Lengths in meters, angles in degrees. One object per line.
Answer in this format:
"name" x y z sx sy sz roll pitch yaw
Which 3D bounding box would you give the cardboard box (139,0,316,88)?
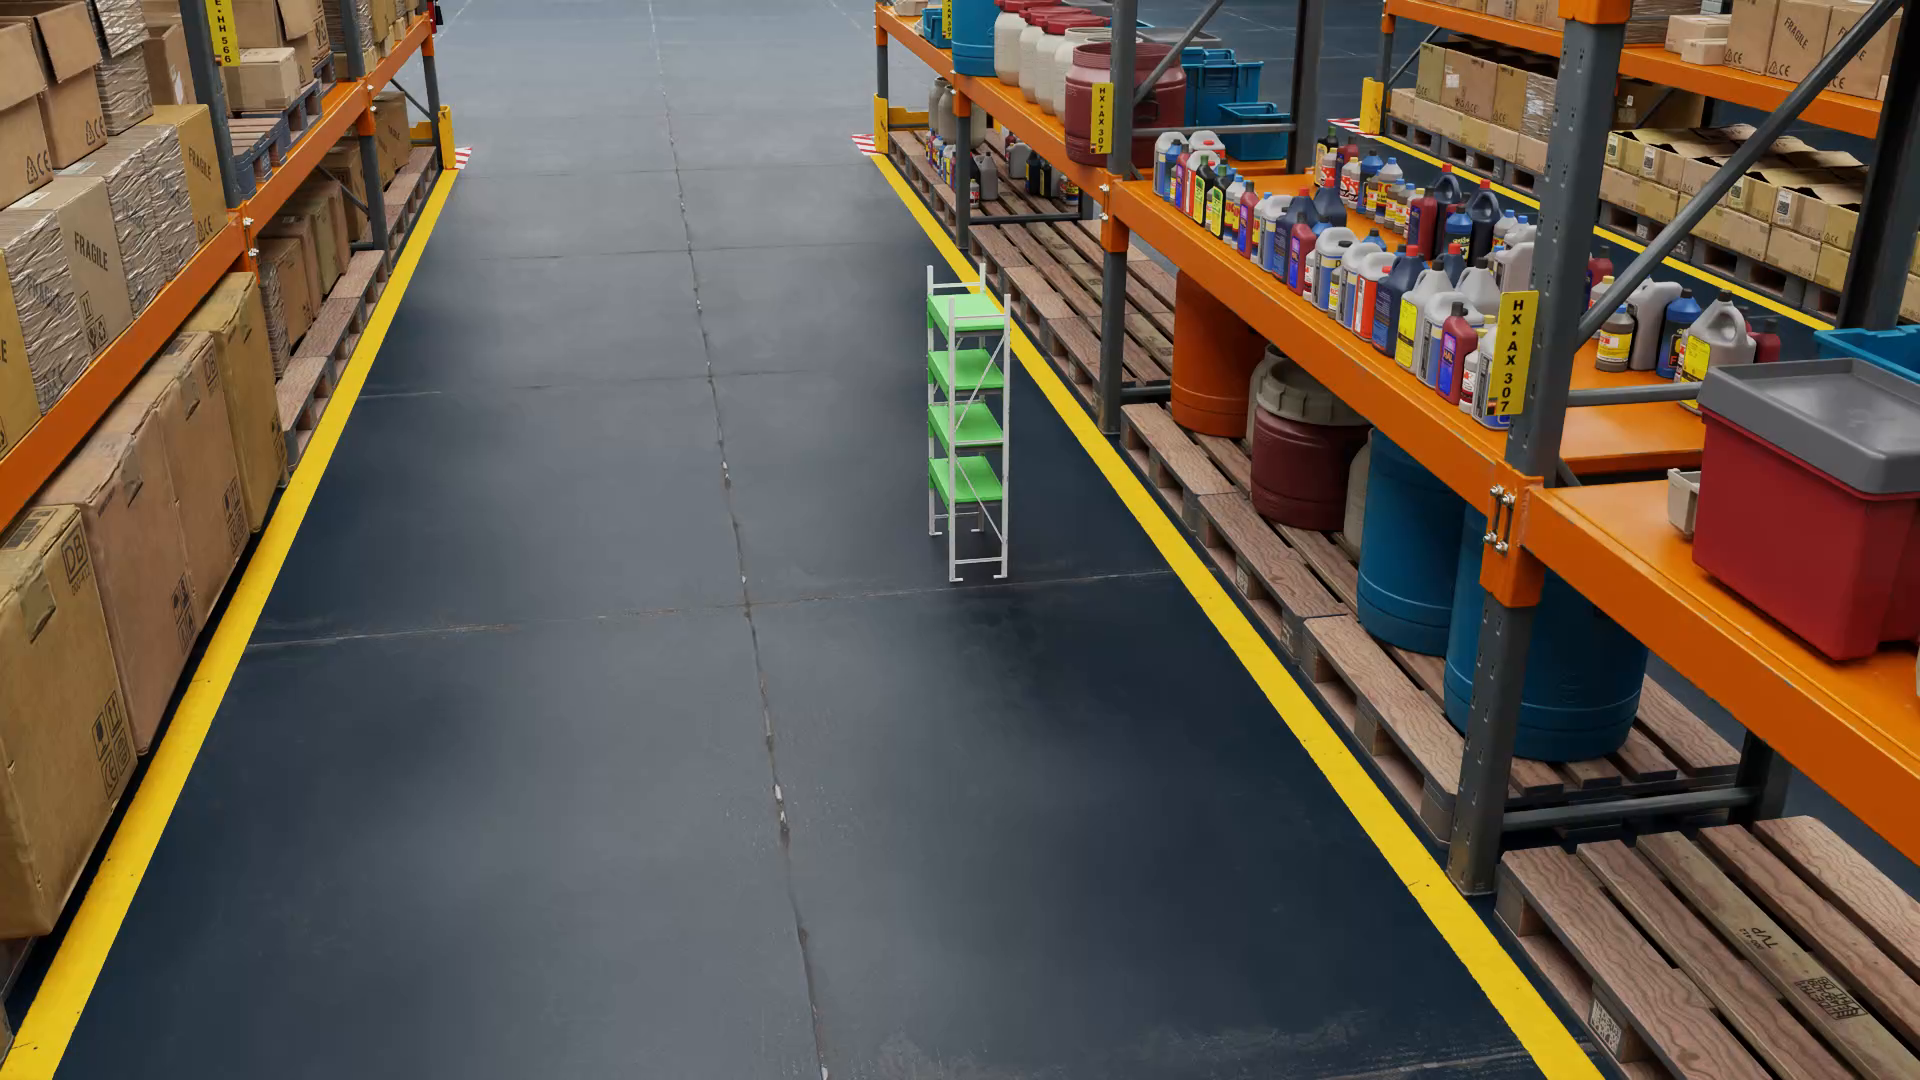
"cardboard box" -3.986 -2.732 9.105 0.797 0.503 0.637 -2 24 -4

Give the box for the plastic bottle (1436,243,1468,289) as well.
"plastic bottle" 1.565 -0.786 5.363 0.144 0.351 0.185 -4 24 -10

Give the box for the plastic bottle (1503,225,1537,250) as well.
"plastic bottle" 2.024 -0.996 5.939 0.152 0.276 0.135 -4 24 -10

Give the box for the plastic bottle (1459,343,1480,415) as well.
"plastic bottle" 1.511 -0.471 4.829 0.097 0.201 0.097 0 24 0

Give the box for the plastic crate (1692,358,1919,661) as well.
"plastic crate" 1.868 -0.075 3.518 0.402 0.464 0.583 -4 24 -10

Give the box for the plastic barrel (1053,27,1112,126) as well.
"plastic barrel" 0.732 -2.567 9.239 0.421 0.512 0.421 0 24 0

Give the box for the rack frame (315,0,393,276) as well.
"rack frame" -4.397 -3.168 10.755 1.000 3.000 0.127 -4 24 -10

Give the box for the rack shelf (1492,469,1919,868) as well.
"rack shelf" 2.319 0.729 2.732 1.077 0.370 4.000 -4 24 -10

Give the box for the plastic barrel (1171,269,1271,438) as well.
"plastic barrel" 1.317 -0.968 7.905 0.600 0.830 0.708 -4 24 -10

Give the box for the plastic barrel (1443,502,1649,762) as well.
"plastic barrel" 1.866 0.166 5.218 0.600 0.901 0.708 -4 24 -10

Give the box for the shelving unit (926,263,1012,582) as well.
"shelving unit" 0.031 -0.485 6.861 0.258 1.200 0.503 -4 24 -10

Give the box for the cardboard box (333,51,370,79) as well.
"cardboard box" -4.142 -3.159 11.050 0.380 0.149 0.250 -4 24 -10

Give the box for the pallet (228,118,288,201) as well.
"pallet" -3.894 -1.779 7.815 1.213 0.211 1.003 -4 24 -10

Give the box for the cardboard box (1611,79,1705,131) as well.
"cardboard box" 5.561 -3.381 13.217 0.500 0.500 0.500 -4 24 -10

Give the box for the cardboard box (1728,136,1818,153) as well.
"cardboard box" 5.798 -2.746 12.001 0.500 0.311 0.500 -4 24 -8

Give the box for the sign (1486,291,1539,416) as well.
"sign" 1.408 -0.474 4.243 0.100 0.325 0.005 -4 24 -10

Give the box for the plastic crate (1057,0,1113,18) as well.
"plastic crate" 0.860 -3.396 11.197 0.402 0.464 0.583 -4 24 -10

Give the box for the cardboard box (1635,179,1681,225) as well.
"cardboard box" 5.263 -2.454 12.031 0.500 0.250 0.500 -4 24 -8

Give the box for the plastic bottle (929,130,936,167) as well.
"plastic bottle" -0.217 -3.238 13.760 0.061 0.283 0.133 -4 24 -9

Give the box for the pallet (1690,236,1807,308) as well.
"pallet" 5.742 -1.854 11.231 1.003 0.211 1.213 -4 24 -10

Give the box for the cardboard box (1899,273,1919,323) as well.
"cardboard box" 5.741 -1.447 9.727 0.500 0.250 0.500 -4 24 -8

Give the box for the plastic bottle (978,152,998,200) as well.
"plastic bottle" 0.209 -2.765 12.592 0.144 0.351 0.185 -4 24 -10

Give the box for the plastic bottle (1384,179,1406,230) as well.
"plastic bottle" 1.840 -1.413 6.986 0.097 0.201 0.097 0 24 0

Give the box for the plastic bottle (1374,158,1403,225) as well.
"plastic bottle" 1.822 -1.484 7.060 0.097 0.271 0.097 0 24 0

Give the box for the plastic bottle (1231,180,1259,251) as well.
"plastic bottle" 1.138 -1.297 6.632 0.097 0.271 0.097 0 24 0

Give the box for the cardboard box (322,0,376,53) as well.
"cardboard box" -4.420 -3.531 11.091 0.875 0.500 0.500 -4 24 -10

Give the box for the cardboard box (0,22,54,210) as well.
"cardboard box" -3.290 -1.291 5.080 0.797 0.503 0.637 -4 24 -8

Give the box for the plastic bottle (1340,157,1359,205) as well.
"plastic bottle" 1.750 -1.605 7.425 0.097 0.201 0.097 0 24 0

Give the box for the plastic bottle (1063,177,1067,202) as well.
"plastic bottle" 0.823 -2.651 12.519 0.097 0.201 0.097 0 24 0

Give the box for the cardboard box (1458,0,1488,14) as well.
"cardboard box" 4.861 -4.932 14.670 0.700 0.500 0.500 -4 24 -9

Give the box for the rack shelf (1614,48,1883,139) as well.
"rack shelf" 5.709 -2.783 10.773 1.077 0.370 4.000 -4 24 -10

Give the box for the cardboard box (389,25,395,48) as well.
"cardboard box" -4.432 -3.748 12.399 0.380 0.149 0.250 -4 24 -10

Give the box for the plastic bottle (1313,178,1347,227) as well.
"plastic bottle" 1.379 -1.200 6.311 0.144 0.351 0.185 -4 24 -10

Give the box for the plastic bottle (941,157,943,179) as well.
"plastic bottle" -0.102 -2.997 13.310 0.097 0.201 0.097 0 24 0

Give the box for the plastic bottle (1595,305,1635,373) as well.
"plastic bottle" 2.051 -0.634 5.202 0.097 0.201 0.097 0 24 0

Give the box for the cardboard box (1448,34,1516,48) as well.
"cardboard box" 4.991 -4.560 15.916 0.500 0.500 0.500 -4 24 -10

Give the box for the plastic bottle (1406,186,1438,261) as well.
"plastic bottle" 1.808 -1.247 6.503 0.061 0.283 0.133 -4 24 -10

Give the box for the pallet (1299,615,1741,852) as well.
"pallet" 1.848 0.584 5.650 1.003 0.211 1.213 -4 24 -10

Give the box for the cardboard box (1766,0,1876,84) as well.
"cardboard box" 5.655 -3.238 10.790 0.500 0.500 0.500 -4 24 -10

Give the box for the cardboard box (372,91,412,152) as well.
"cardboard box" -5.038 -3.541 14.208 0.500 0.500 0.500 0 24 0

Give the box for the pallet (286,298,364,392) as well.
"pallet" -4.023 -1.103 9.511 1.003 0.211 1.213 -4 24 -10

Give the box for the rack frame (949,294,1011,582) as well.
"rack frame" 0.076 -0.389 6.641 0.240 1.200 0.015 -4 24 -10

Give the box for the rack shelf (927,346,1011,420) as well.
"rack shelf" 0.031 -0.646 6.790 0.258 0.148 0.480 -4 24 -10

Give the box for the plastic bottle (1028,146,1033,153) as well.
"plastic bottle" 0.615 -3.112 13.387 0.144 0.351 0.185 -4 24 -10

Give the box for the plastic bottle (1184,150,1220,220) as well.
"plastic bottle" 1.058 -1.528 7.156 0.152 0.276 0.135 -4 24 -10

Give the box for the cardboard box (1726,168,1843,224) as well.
"cardboard box" 5.456 -2.303 10.986 0.500 0.311 0.500 -4 24 -8

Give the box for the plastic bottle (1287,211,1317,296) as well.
"plastic bottle" 1.243 -1.039 6.027 0.061 0.283 0.133 -4 24 -10

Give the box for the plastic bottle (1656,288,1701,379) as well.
"plastic bottle" 2.219 -0.639 5.126 0.097 0.271 0.097 0 24 0

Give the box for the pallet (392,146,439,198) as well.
"pallet" -5.008 -3.111 14.109 1.003 0.211 1.213 -4 24 -10

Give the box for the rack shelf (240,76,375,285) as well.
"rack shelf" -4.028 -2.051 9.098 1.077 0.370 4.000 -4 24 -10

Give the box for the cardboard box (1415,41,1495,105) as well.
"cardboard box" 4.574 -4.325 15.378 0.500 0.500 0.500 -4 24 -10

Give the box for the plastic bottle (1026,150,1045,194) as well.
"plastic bottle" 0.587 -2.859 12.809 0.144 0.351 0.185 -4 24 -10

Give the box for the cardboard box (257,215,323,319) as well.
"cardboard box" -4.131 -1.572 9.674 0.700 0.500 0.500 -6 24 -14

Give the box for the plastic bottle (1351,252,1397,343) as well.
"plastic bottle" 1.398 -0.804 5.498 0.152 0.276 0.135 -4 24 -10

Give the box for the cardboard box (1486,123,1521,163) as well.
"cardboard box" 4.849 -3.391 14.177 0.500 0.250 0.500 -4 24 -10

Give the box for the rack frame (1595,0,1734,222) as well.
"rack frame" 5.339 -3.899 12.430 1.000 3.000 0.127 -4 24 -10

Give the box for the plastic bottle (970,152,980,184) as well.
"plastic bottle" 0.068 -2.754 12.568 0.144 0.351 0.185 -5 24 -11

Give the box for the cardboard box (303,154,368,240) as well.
"cardboard box" -4.432 -2.375 11.538 0.500 0.500 0.500 -5 24 -11

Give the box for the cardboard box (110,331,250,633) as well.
"cardboard box" -3.393 -0.189 6.065 1.225 0.875 0.875 -4 24 -10

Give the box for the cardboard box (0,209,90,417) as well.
"cardboard box" -2.943 -0.661 4.890 0.500 0.500 0.500 -5 24 -11
